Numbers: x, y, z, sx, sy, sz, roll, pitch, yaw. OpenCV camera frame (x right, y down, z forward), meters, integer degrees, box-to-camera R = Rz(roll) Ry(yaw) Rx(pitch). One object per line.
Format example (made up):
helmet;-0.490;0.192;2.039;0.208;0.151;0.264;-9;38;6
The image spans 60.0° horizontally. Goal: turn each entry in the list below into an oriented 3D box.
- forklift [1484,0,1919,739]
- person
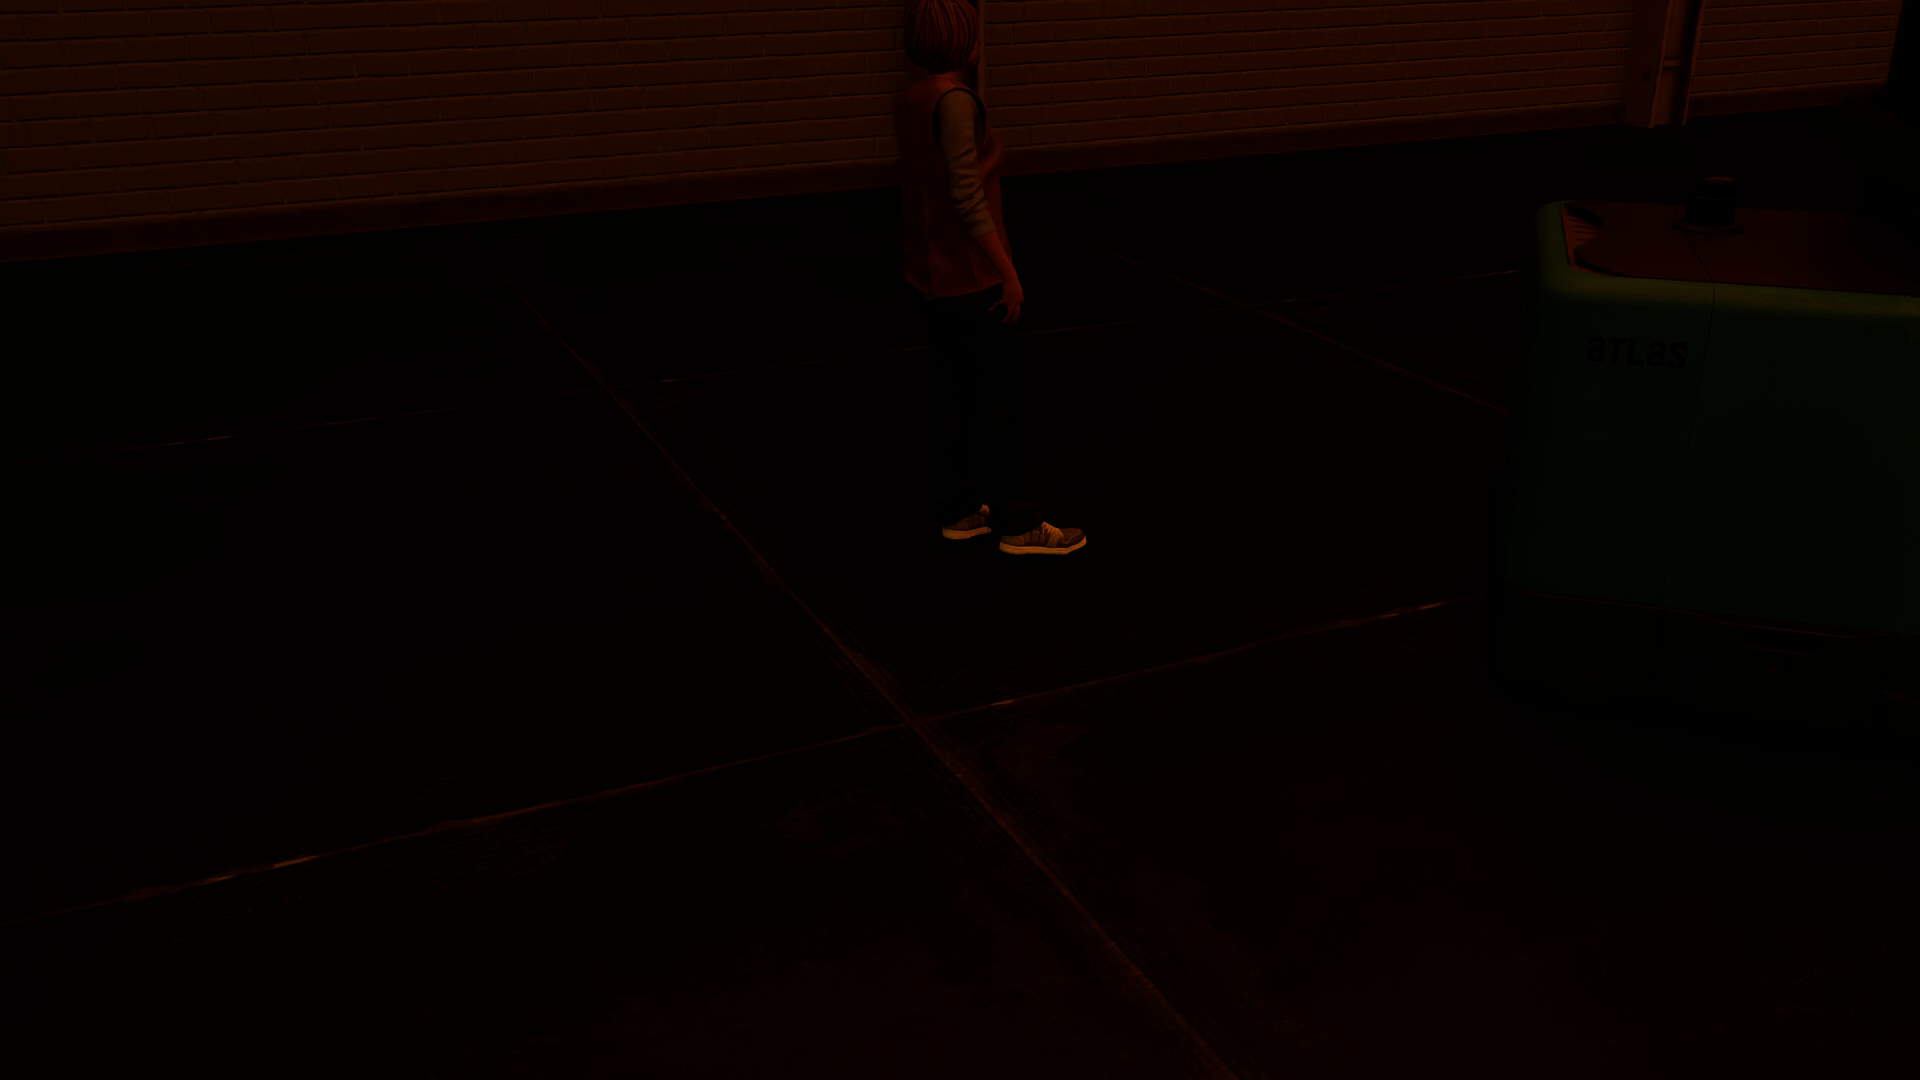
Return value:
forklift;2.893;-0.971;3.623;3.031;2.935;1.130;7;23;15
person;0.074;-0.752;4.815;0.473;1.599;0.520;-10;25;-23
